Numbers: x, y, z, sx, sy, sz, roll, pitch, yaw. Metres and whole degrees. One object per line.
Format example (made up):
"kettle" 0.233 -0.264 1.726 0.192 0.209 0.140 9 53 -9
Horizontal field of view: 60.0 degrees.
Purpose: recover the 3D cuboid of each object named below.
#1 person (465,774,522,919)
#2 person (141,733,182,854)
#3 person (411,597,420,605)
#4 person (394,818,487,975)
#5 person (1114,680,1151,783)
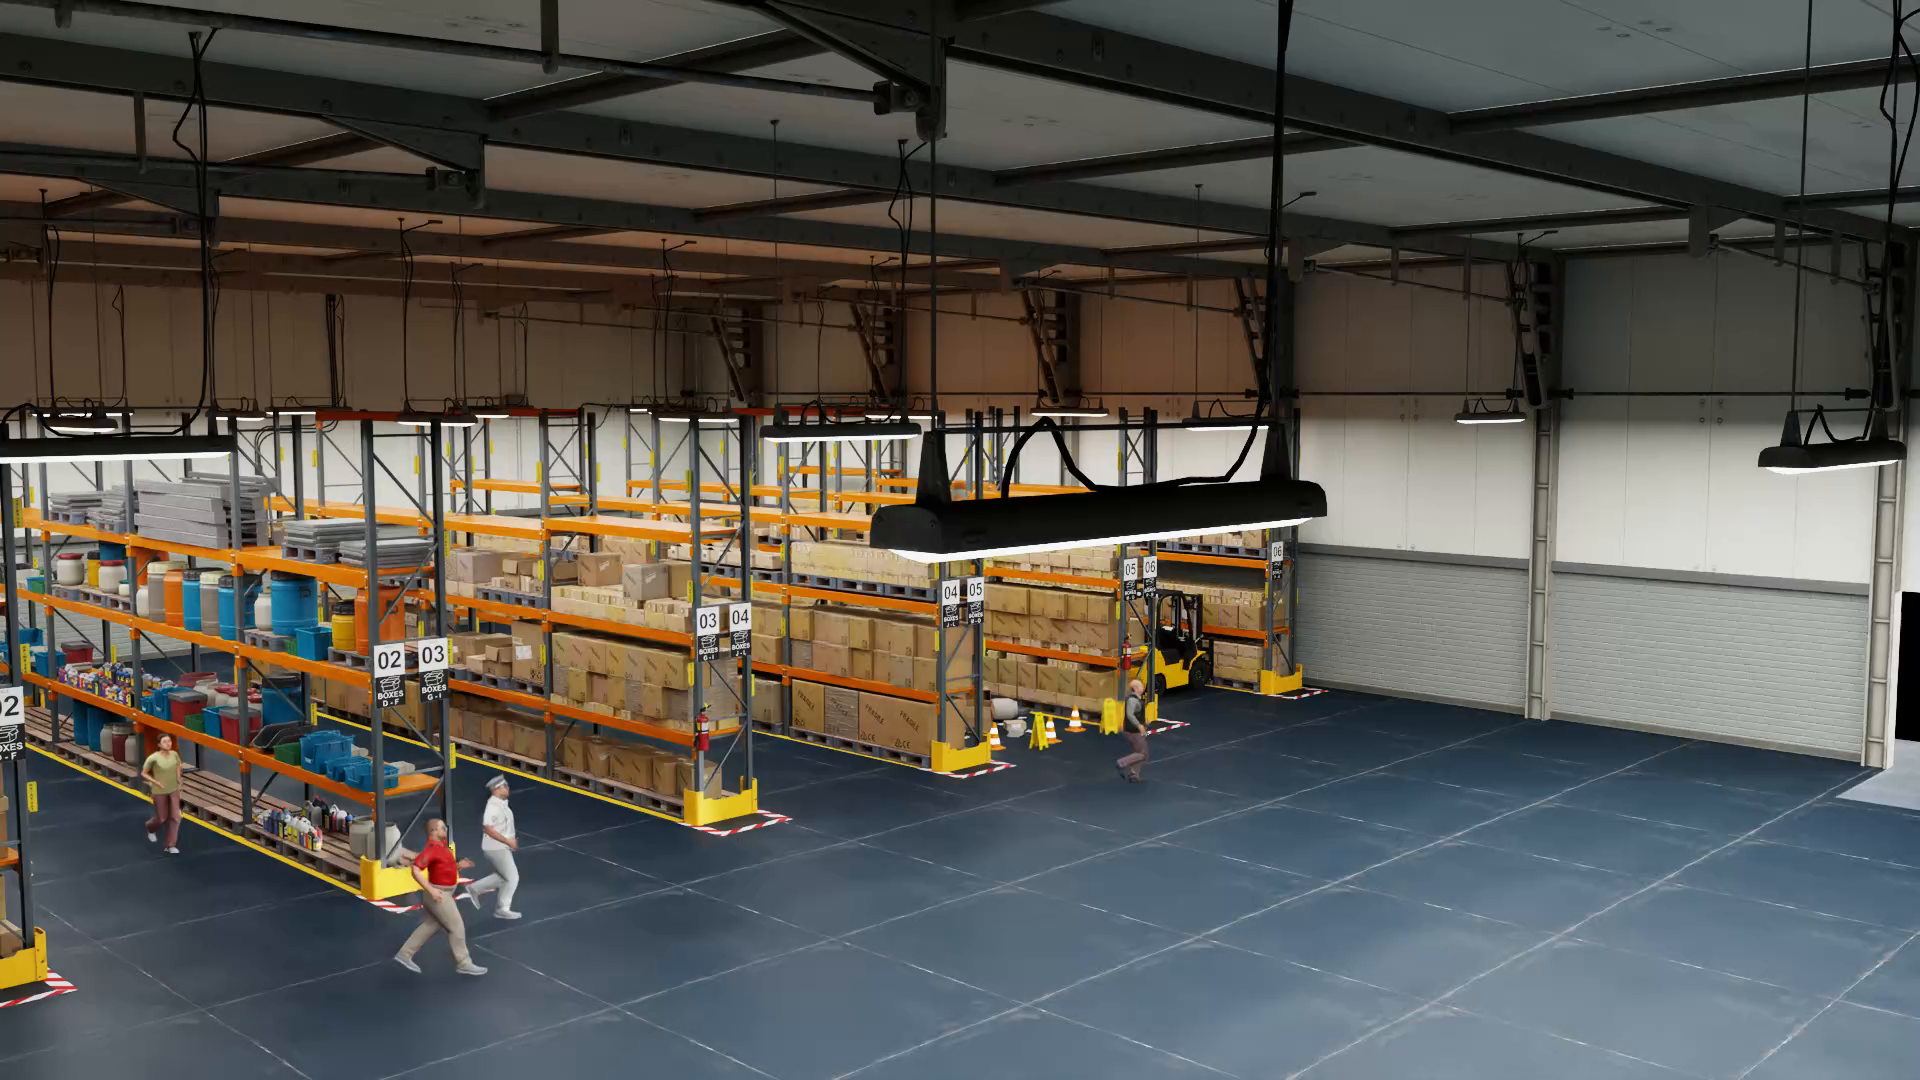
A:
"person" -5.652 3.701 20.093 0.666 1.751 0.704 -1 5 -12
"person" -10.989 3.474 22.960 0.752 1.643 0.577 4 6 36
"person" -13.094 2.085 39.302 0.704 1.526 0.819 4 7 40
"person" -5.629 3.856 17.950 0.964 1.727 0.666 -2 5 -18
"person" 2.810 3.109 27.013 0.633 1.694 0.658 0 5 -1
